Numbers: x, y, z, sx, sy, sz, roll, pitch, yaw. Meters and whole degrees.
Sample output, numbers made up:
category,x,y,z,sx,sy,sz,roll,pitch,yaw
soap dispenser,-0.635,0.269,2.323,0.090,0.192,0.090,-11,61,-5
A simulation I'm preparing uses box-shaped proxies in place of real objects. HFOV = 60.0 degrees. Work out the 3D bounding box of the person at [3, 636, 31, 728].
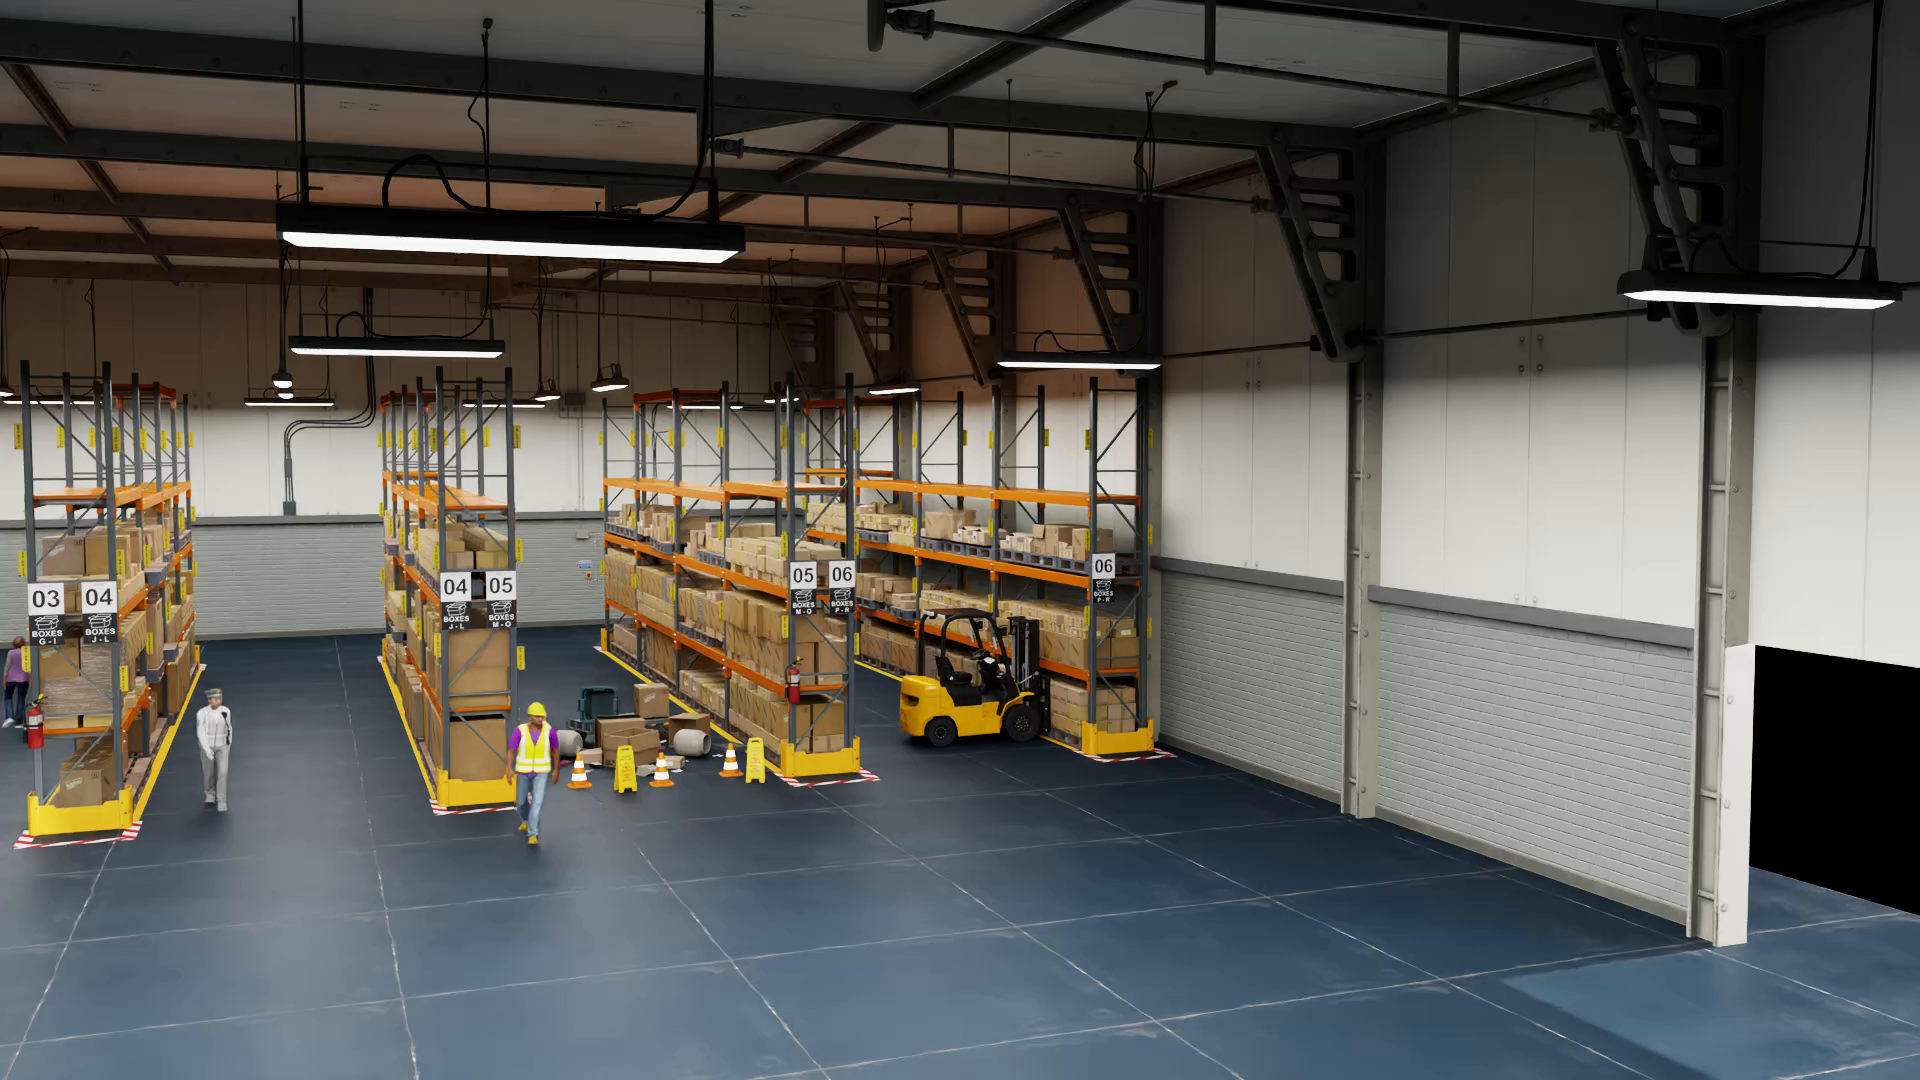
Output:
category,x,y,z,sx,sy,sz,roll,pitch,yaw
person,-16.336,2.463,28.810,0.484,1.598,0.367,-2,4,-28

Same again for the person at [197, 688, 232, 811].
category,x,y,z,sx,sy,sz,roll,pitch,yaw
person,-10.122,2.817,22.622,0.467,1.615,0.935,-2,4,-33

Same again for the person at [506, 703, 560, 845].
category,x,y,z,sx,sy,sz,roll,pitch,yaw
person,-5.322,2.895,20.747,0.658,1.730,0.982,-1,4,-18
